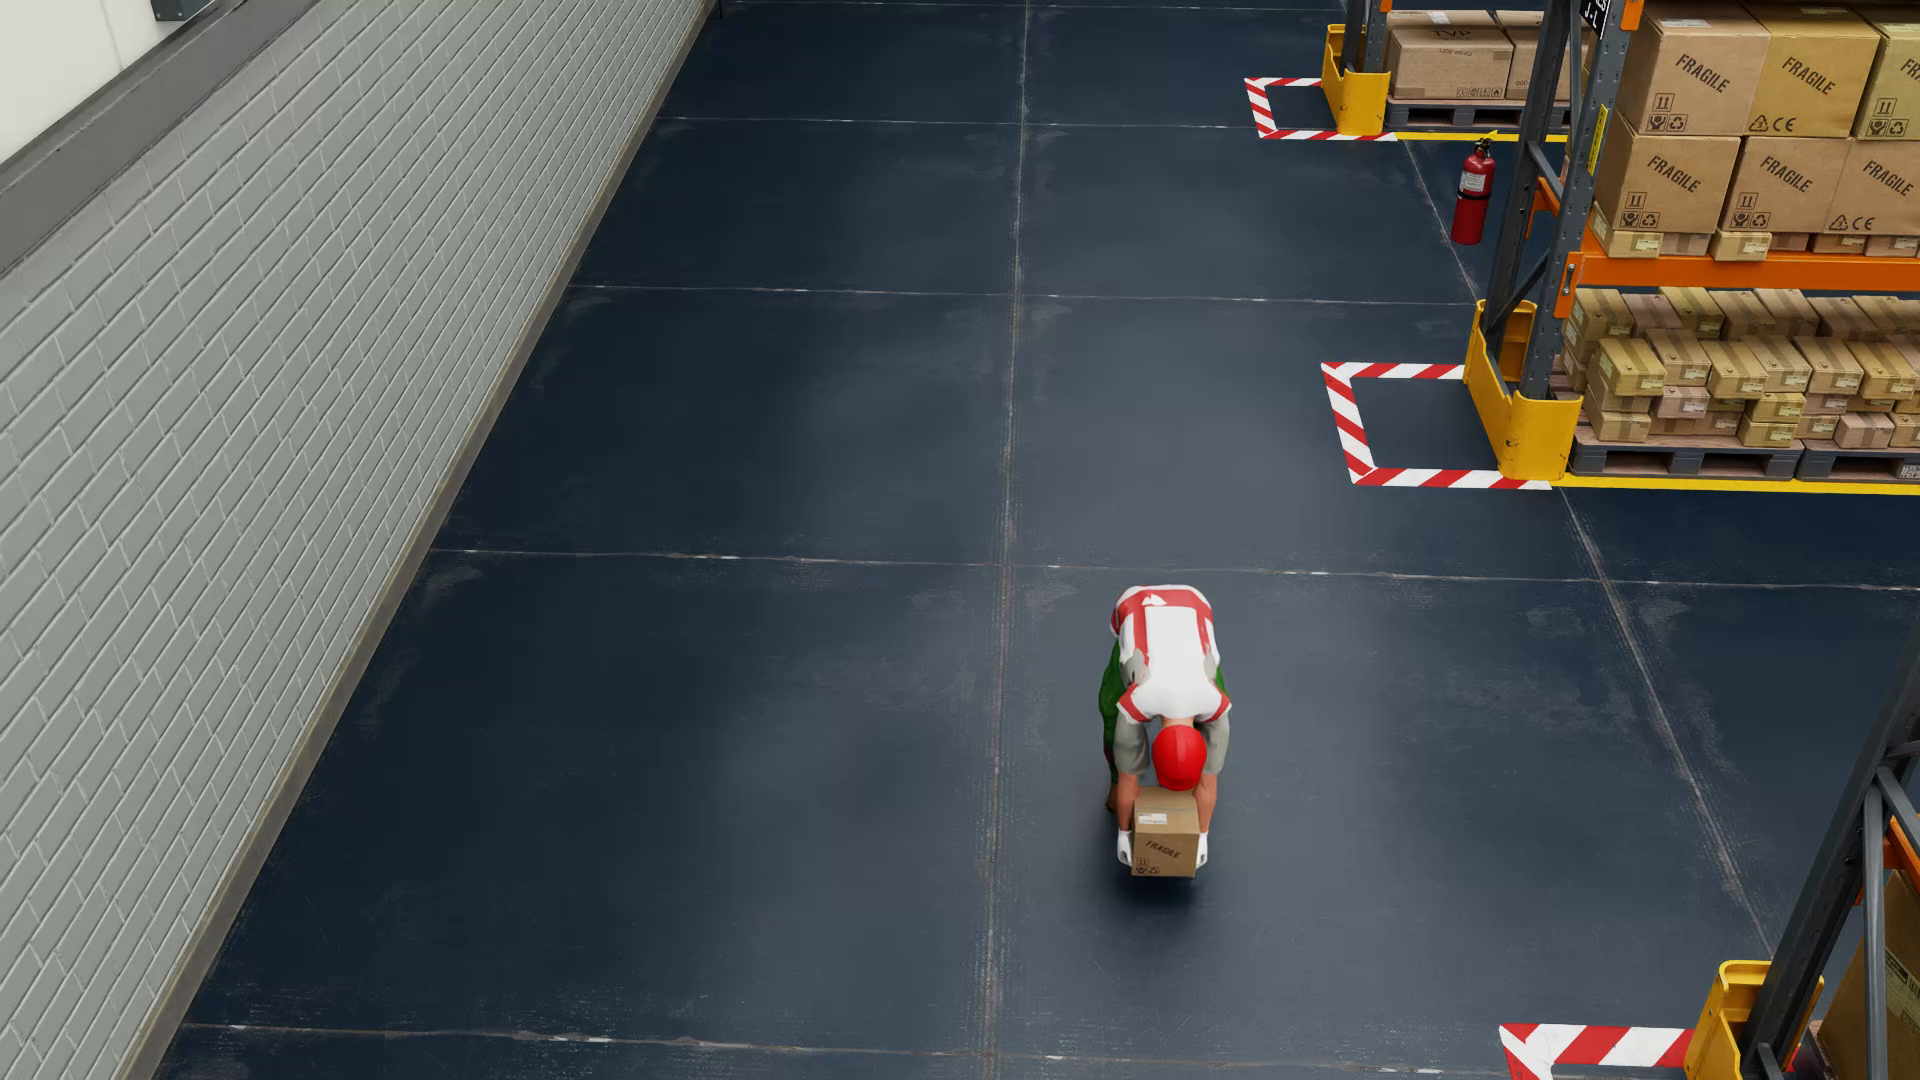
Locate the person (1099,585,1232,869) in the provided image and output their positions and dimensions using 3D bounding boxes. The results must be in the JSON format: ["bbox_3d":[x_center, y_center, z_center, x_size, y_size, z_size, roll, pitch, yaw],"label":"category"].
[{"bbox_3d":[0.823,0.780,6.654,0.524,1.023,0.954,0,35,0],"label":"person"}]
